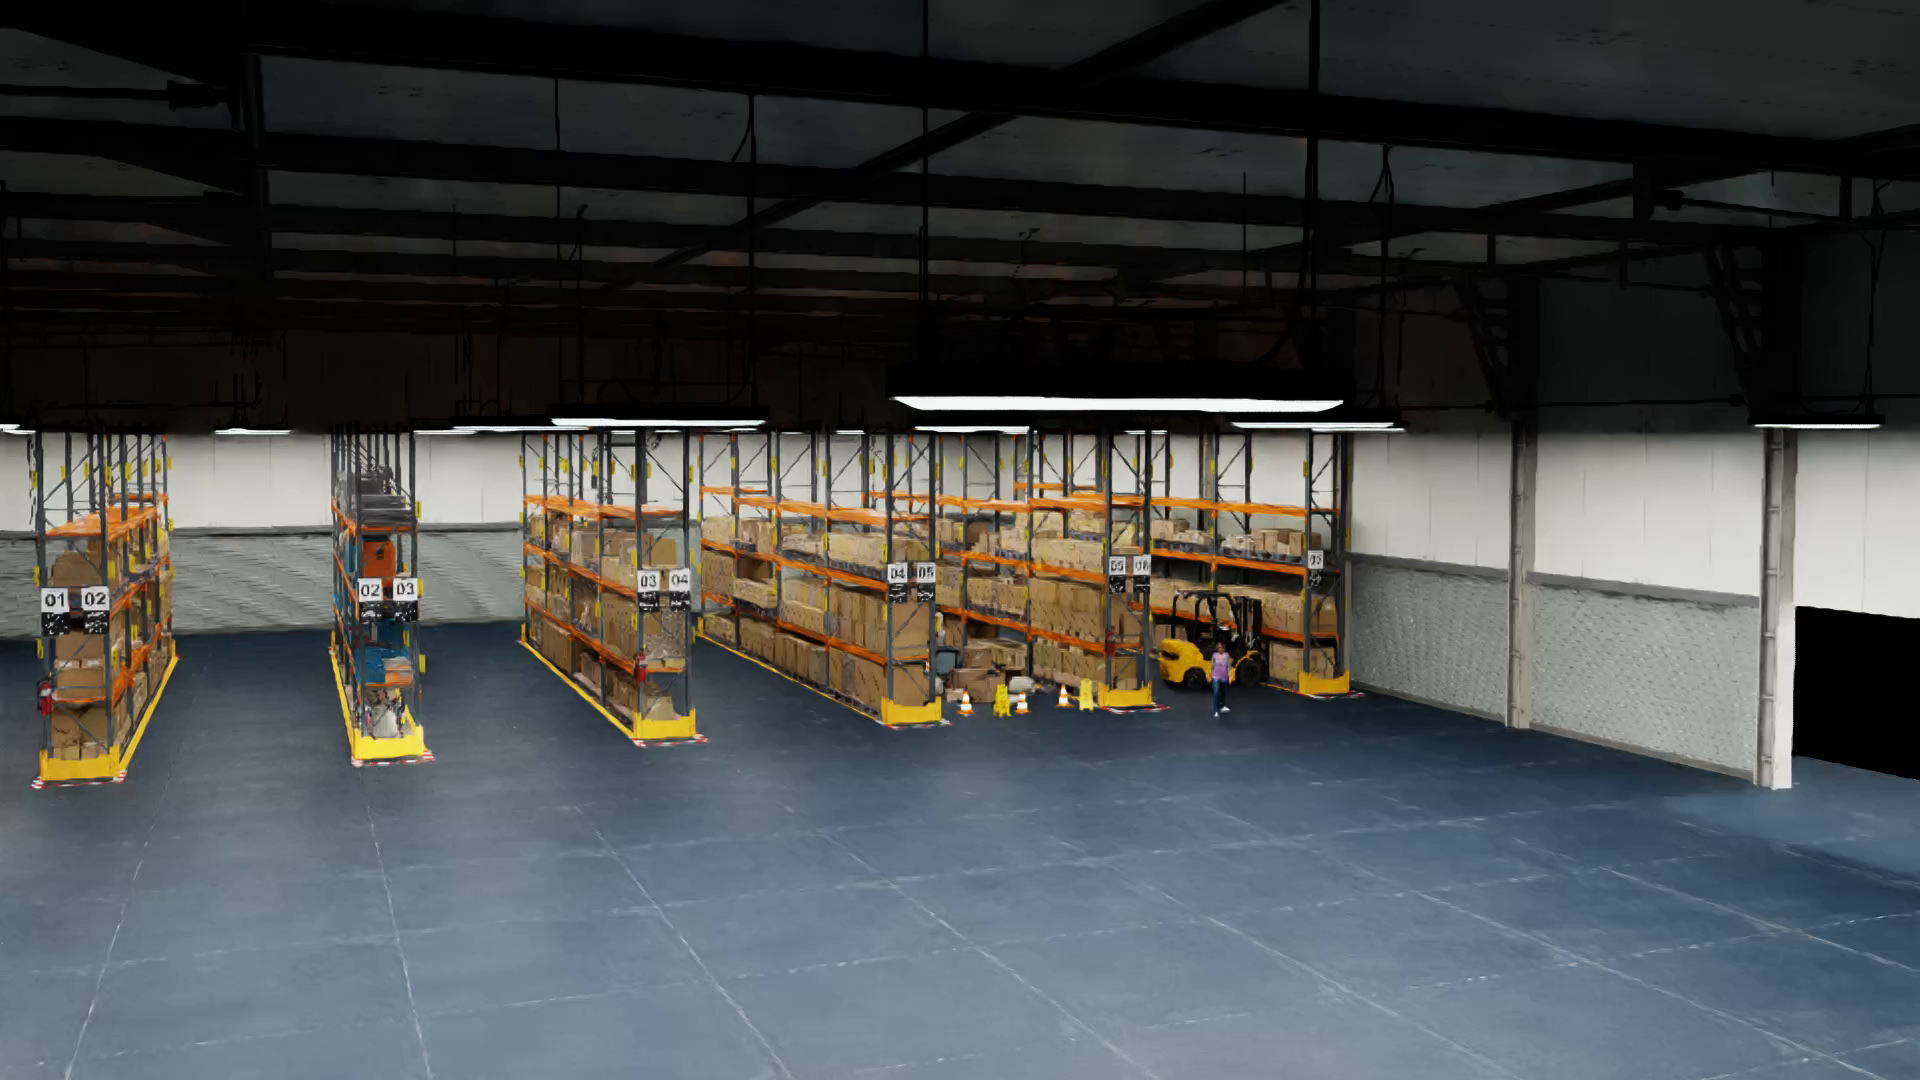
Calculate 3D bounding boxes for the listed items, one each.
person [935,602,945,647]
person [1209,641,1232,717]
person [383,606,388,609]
[{"bbox_3d":[-0.568,2.347,40.504,0.549,1.663,0.581,0,4,5],"label":"person"},{"bbox_3d":[5.338,2.837,34.061,0.461,1.494,0.862,0,4,0],"label":"person"},{"bbox_3d":[-16.007,1.982,45.862,0.476,1.756,0.727,1,4,9],"label":"person"}]
